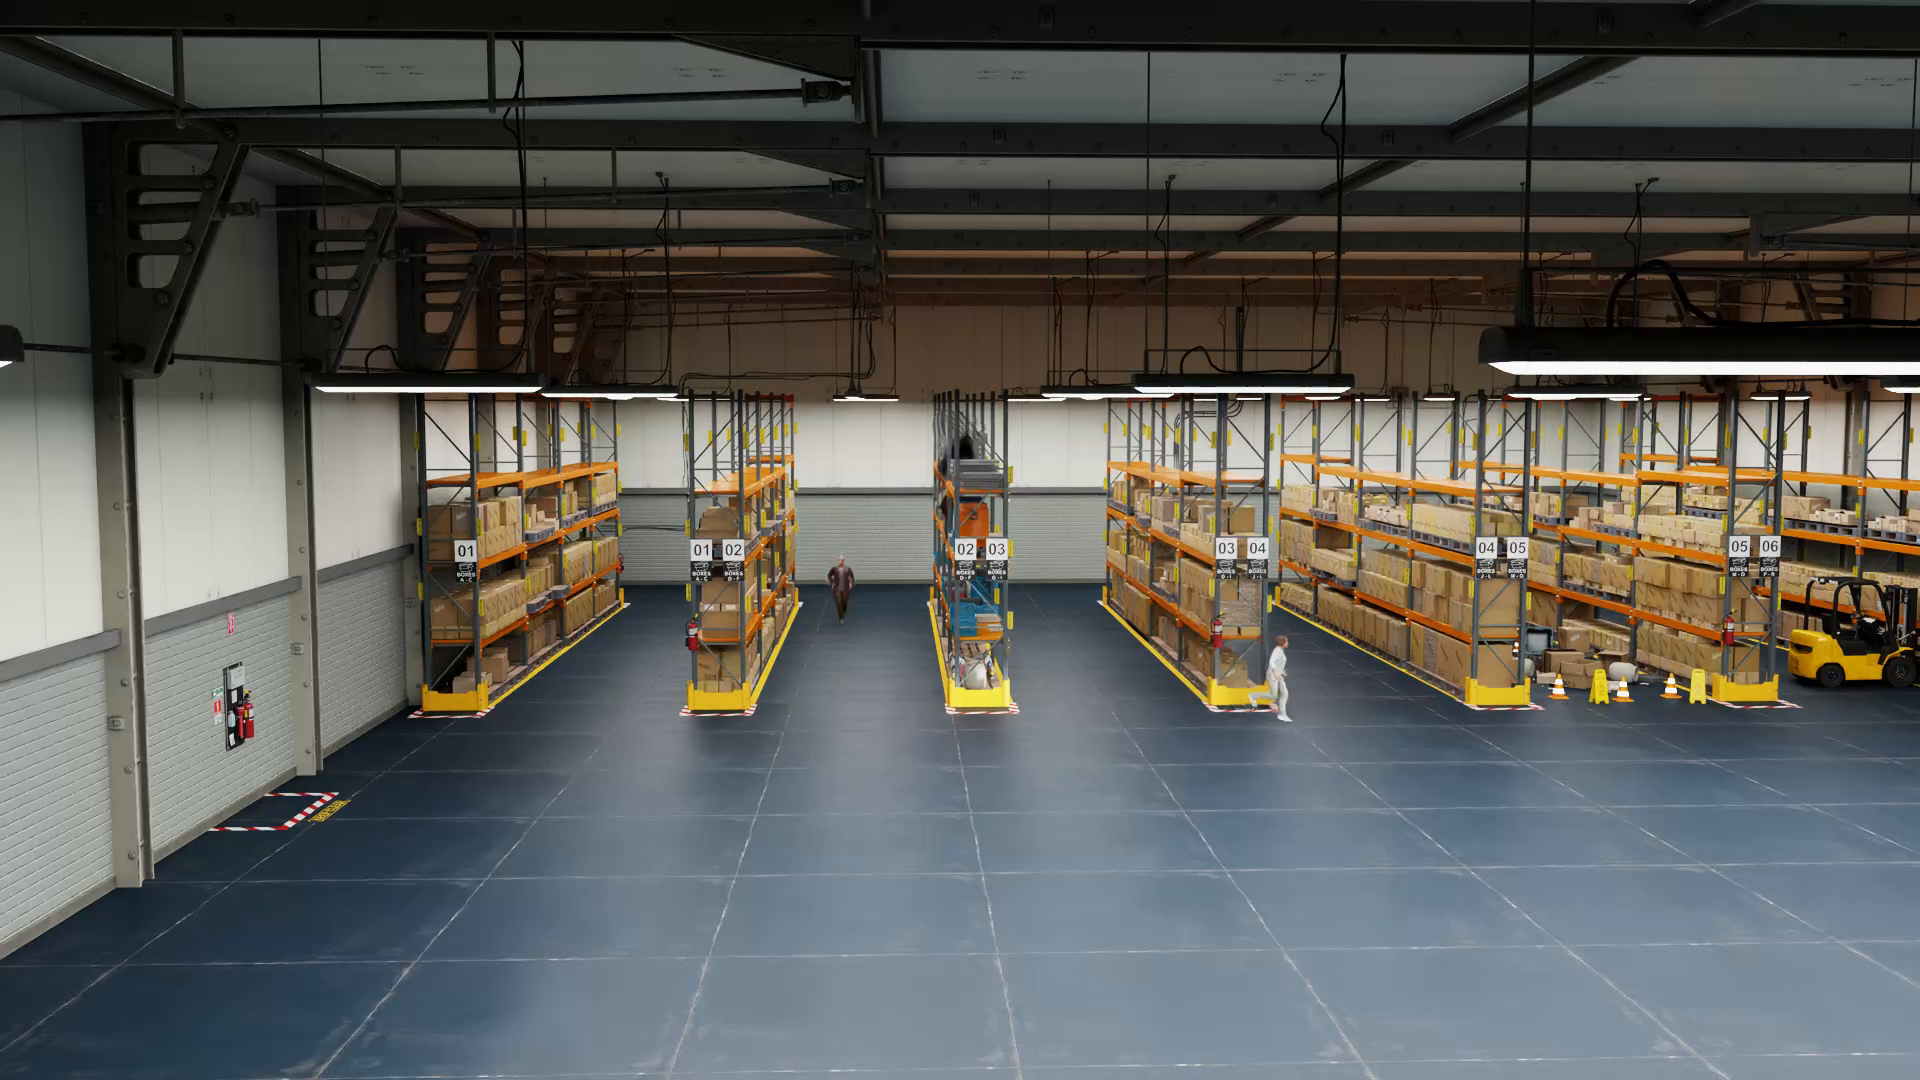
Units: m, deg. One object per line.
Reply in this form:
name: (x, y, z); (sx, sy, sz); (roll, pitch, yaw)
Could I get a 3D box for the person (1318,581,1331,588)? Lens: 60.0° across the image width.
person: (10.642, 0.904, 48.640); (0.629, 1.733, 0.740); (3, 6, 34)

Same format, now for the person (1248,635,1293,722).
person: (5.651, 2.505, 30.196); (0.820, 1.581, 0.546); (2, 5, 25)

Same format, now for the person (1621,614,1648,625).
person: (17.423, 1.371, 42.829); (0.647, 1.789, 0.795); (-2, 5, -19)

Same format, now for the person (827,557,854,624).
person: (-3.126, 1.306, 43.656); (0.712, 1.754, 0.803); (0, 5, -5)
